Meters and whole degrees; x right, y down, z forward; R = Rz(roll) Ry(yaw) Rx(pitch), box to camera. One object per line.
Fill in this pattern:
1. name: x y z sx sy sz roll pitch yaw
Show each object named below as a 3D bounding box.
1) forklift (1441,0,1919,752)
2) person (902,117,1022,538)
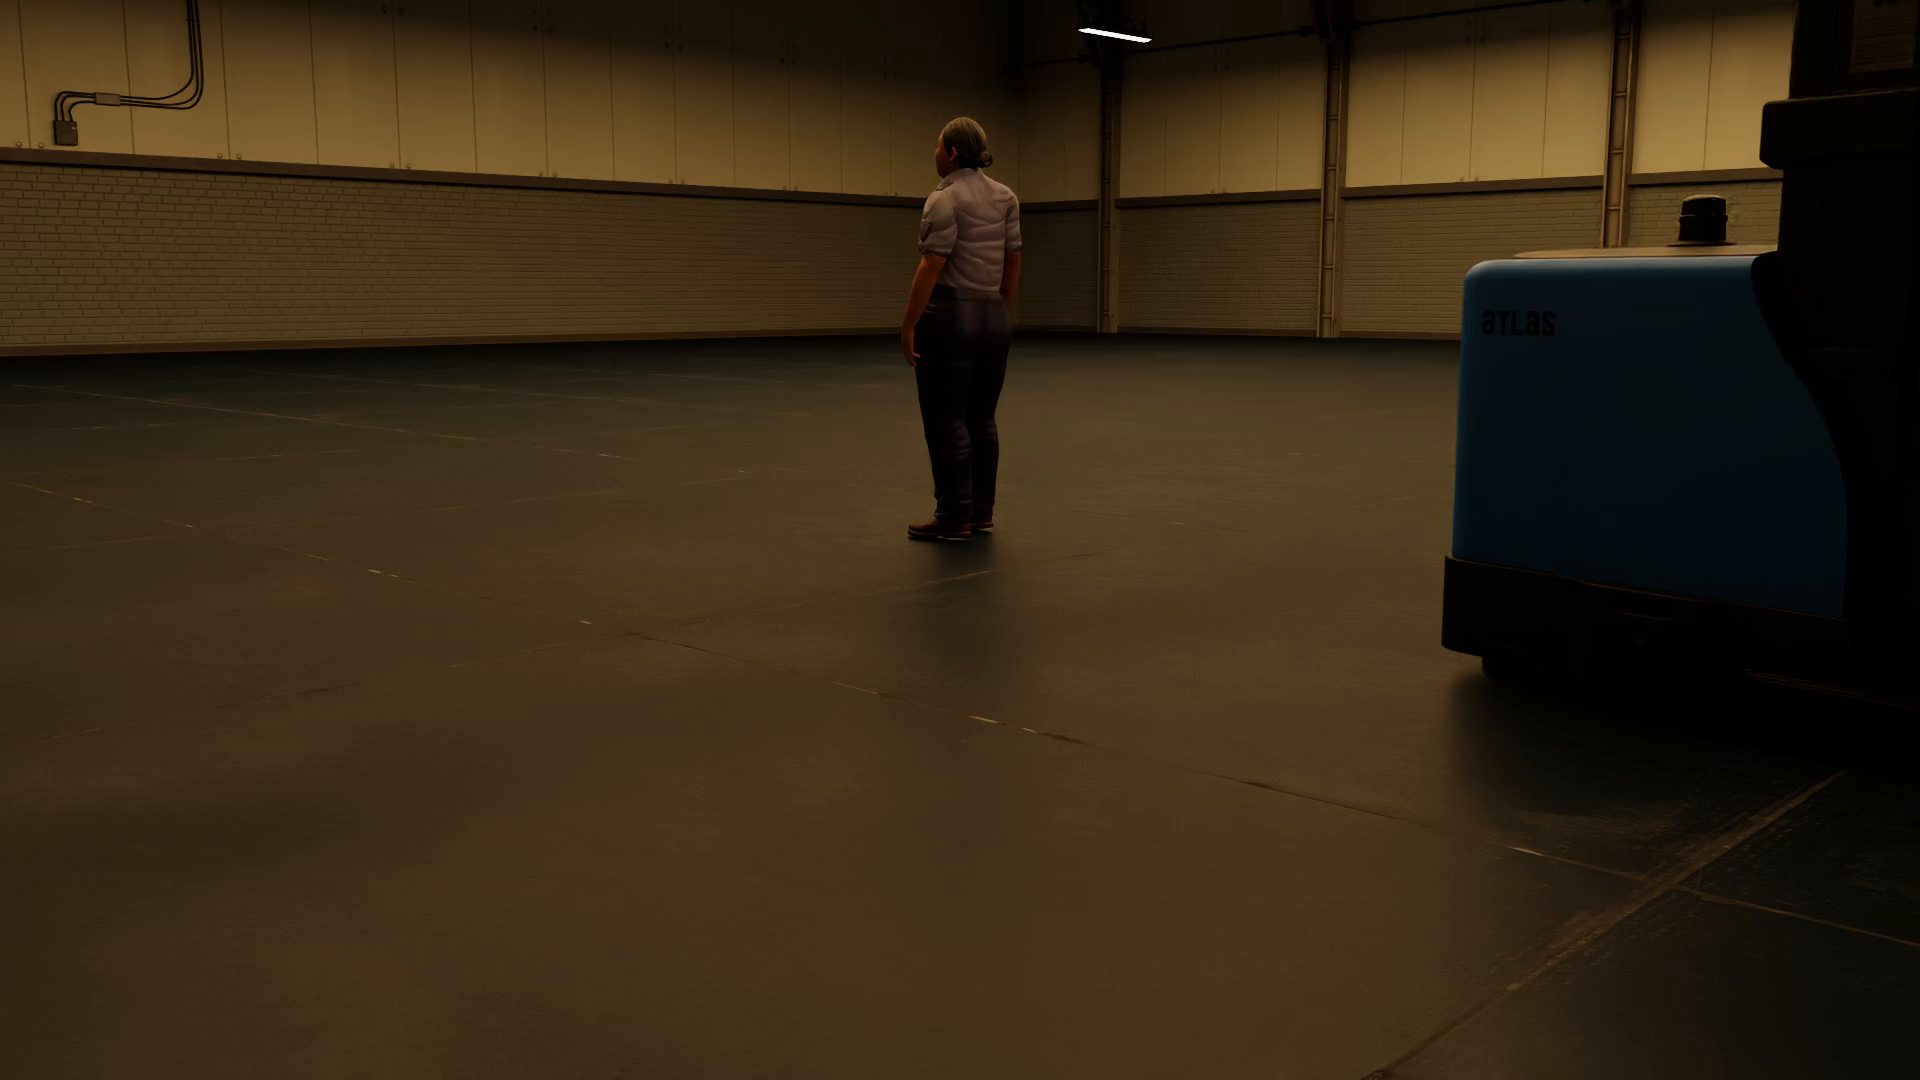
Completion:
1. forklift: 2.545 -0.965 3.283 1.130 2.935 3.031 -6 11 -36
2. person: -0.048 -0.834 6.671 0.503 1.651 0.598 8 12 43
